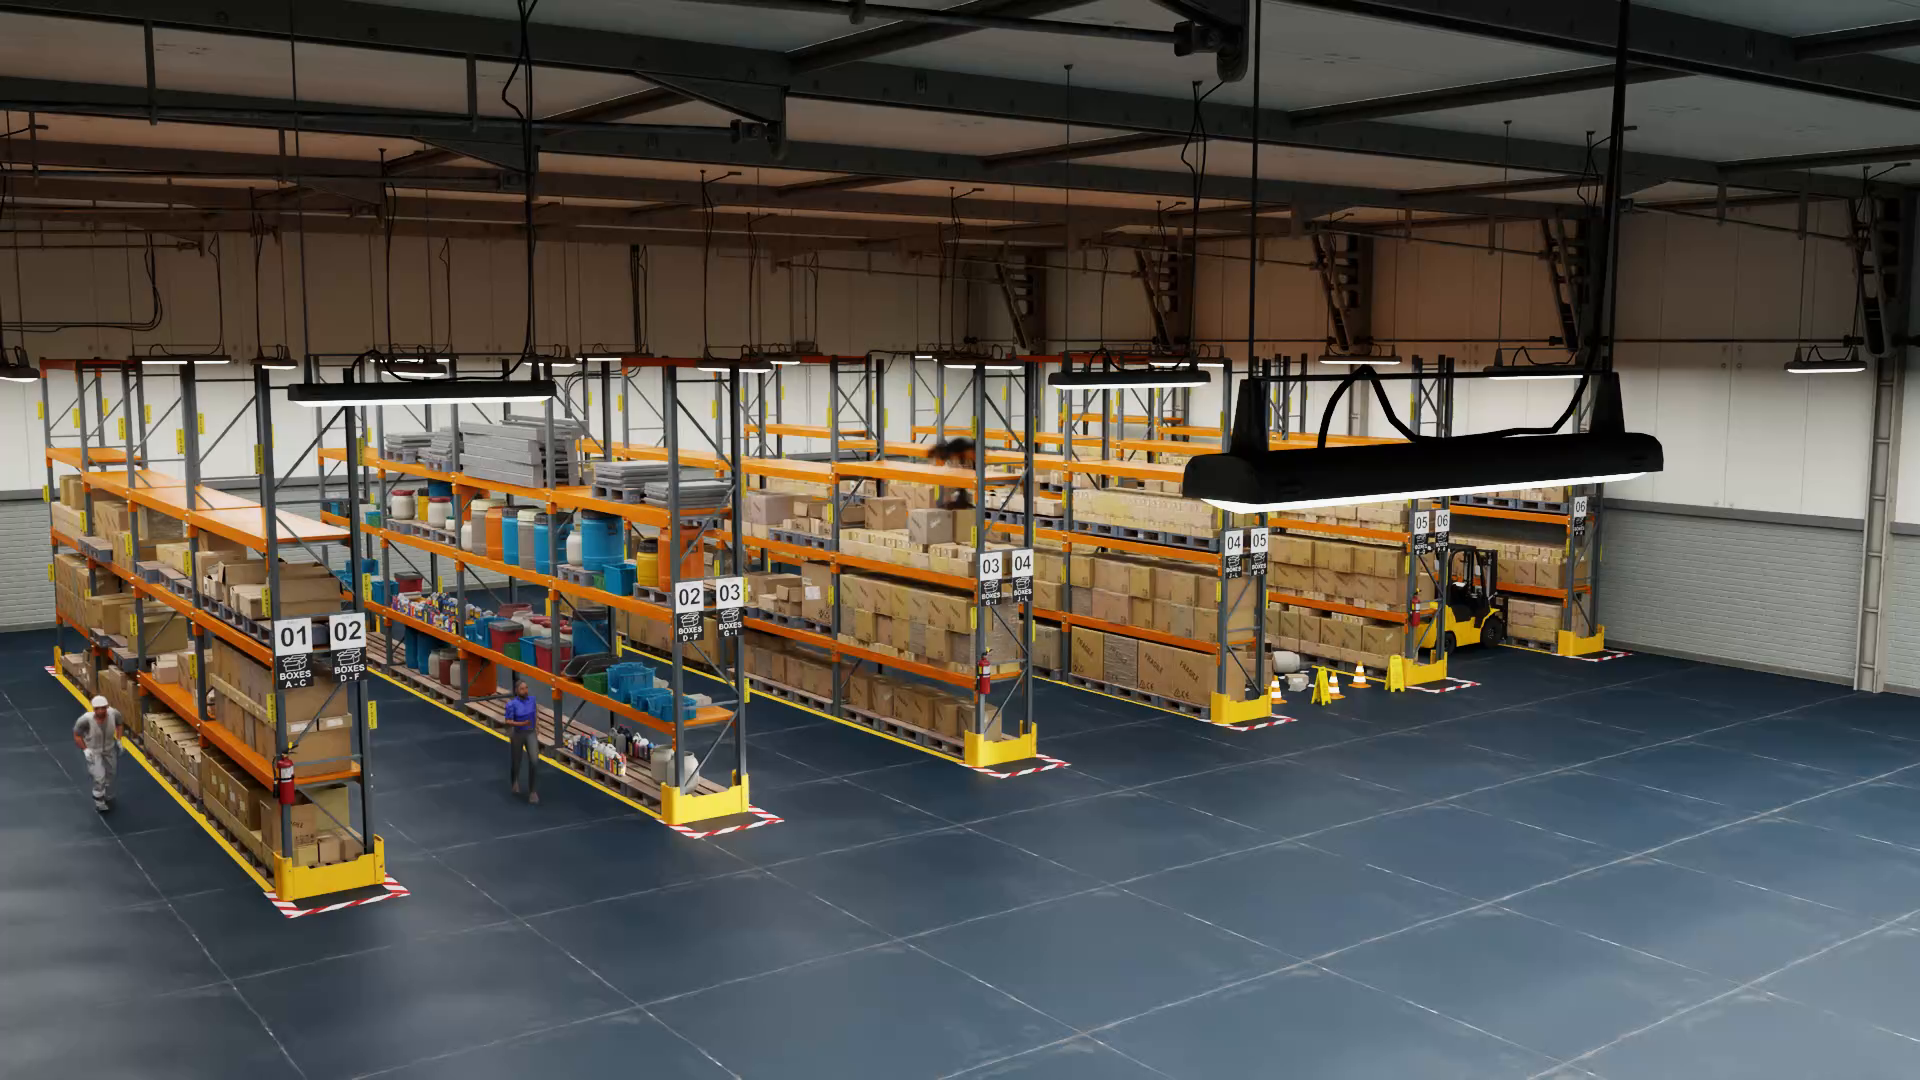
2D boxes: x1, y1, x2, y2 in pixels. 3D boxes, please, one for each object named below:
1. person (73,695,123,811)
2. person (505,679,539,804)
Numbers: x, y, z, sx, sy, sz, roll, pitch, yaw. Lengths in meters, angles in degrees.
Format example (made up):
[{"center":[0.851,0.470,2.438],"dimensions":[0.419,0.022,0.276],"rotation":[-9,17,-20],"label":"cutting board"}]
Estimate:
[{"center":[-11.595,2.840,22.402],"dimensions":[0.916,1.640,0.688],"rotation":[5,8,34],"label":"person"},{"center":[-6.032,2.762,22.946],"dimensions":[0.519,1.715,0.847],"rotation":[-4,8,-28],"label":"person"}]
